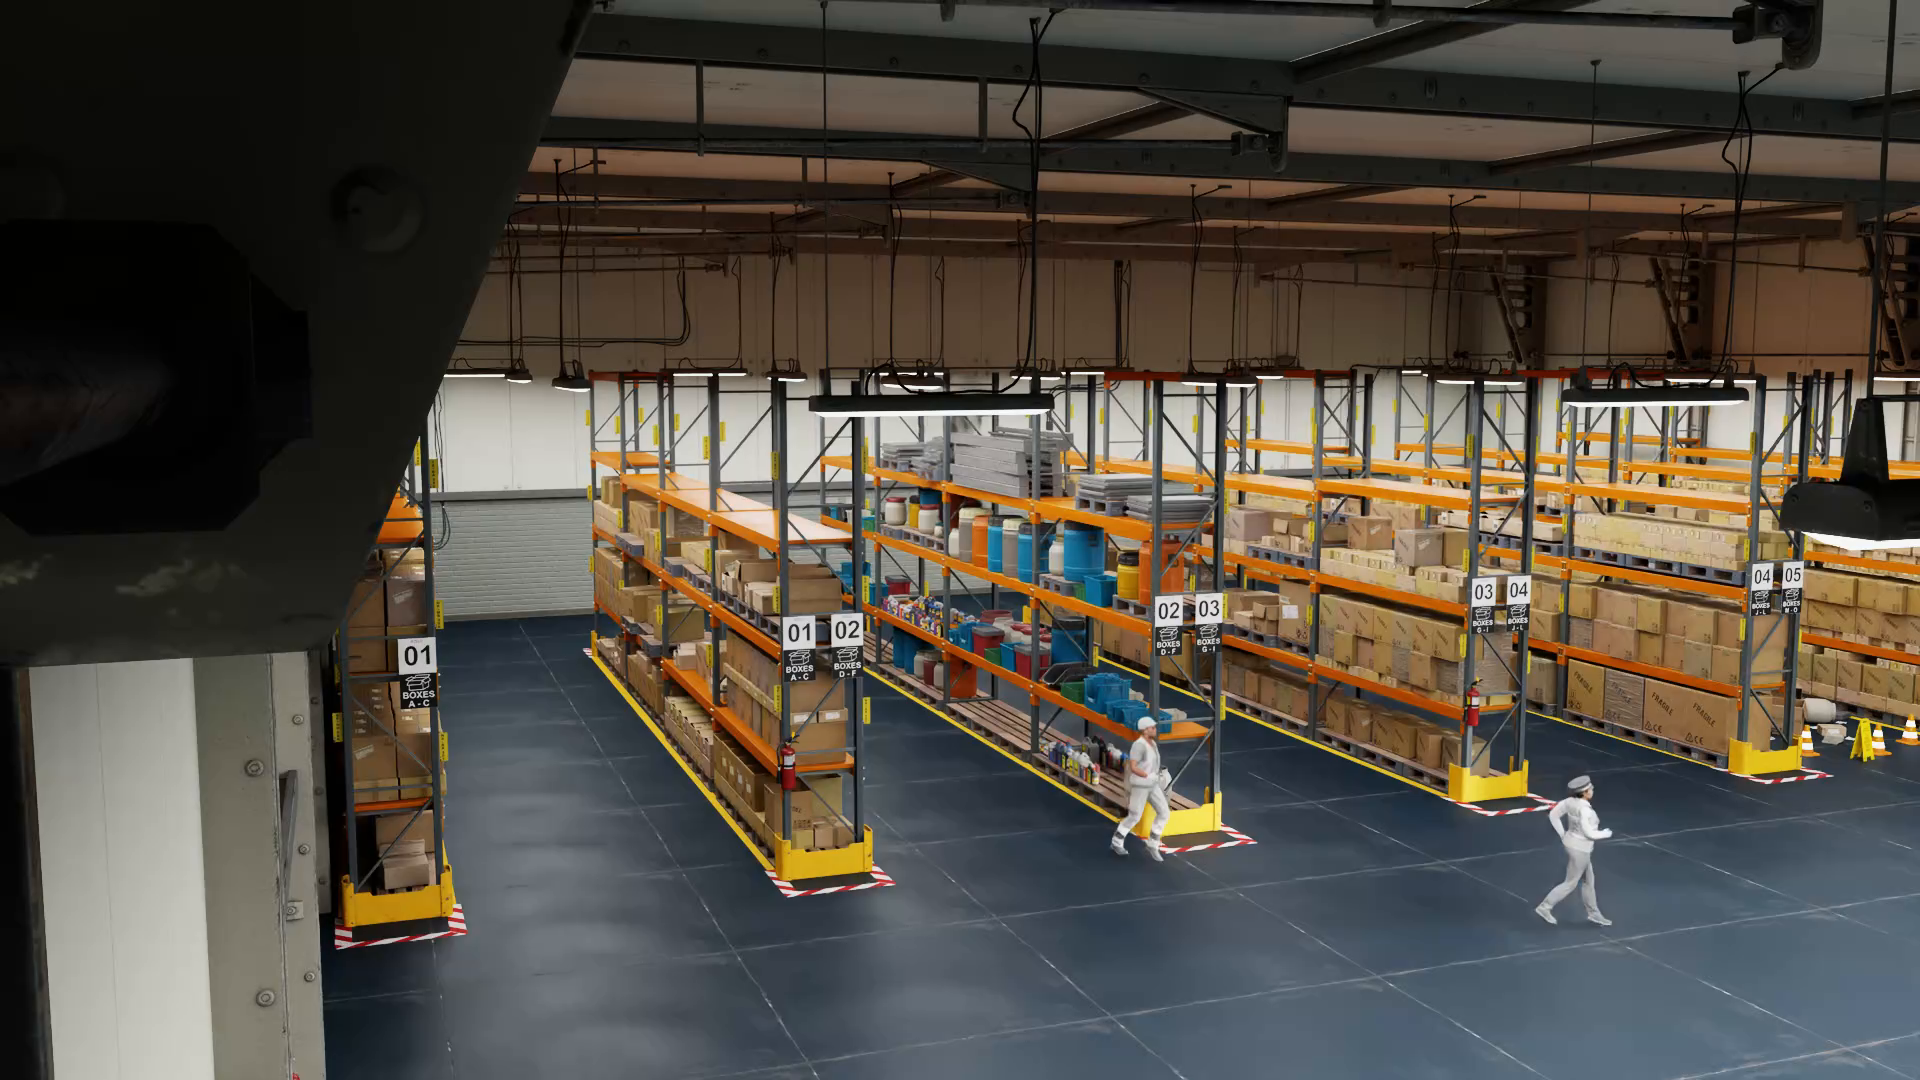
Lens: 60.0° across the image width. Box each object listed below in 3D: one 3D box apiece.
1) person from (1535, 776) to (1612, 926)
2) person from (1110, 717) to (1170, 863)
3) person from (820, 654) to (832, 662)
[{"bbox_3d":[6.797,3.437,18.318,0.886,1.711,0.602,0,6,2],"label":"person"},{"bbox_3d":[2.311,3.119,20.968,0.706,1.799,0.708,4,8,35],"label":"person"},{"bbox_3d":[-2.452,1.887,30.295,0.537,1.558,0.535,-3,7,-22],"label":"person"}]
